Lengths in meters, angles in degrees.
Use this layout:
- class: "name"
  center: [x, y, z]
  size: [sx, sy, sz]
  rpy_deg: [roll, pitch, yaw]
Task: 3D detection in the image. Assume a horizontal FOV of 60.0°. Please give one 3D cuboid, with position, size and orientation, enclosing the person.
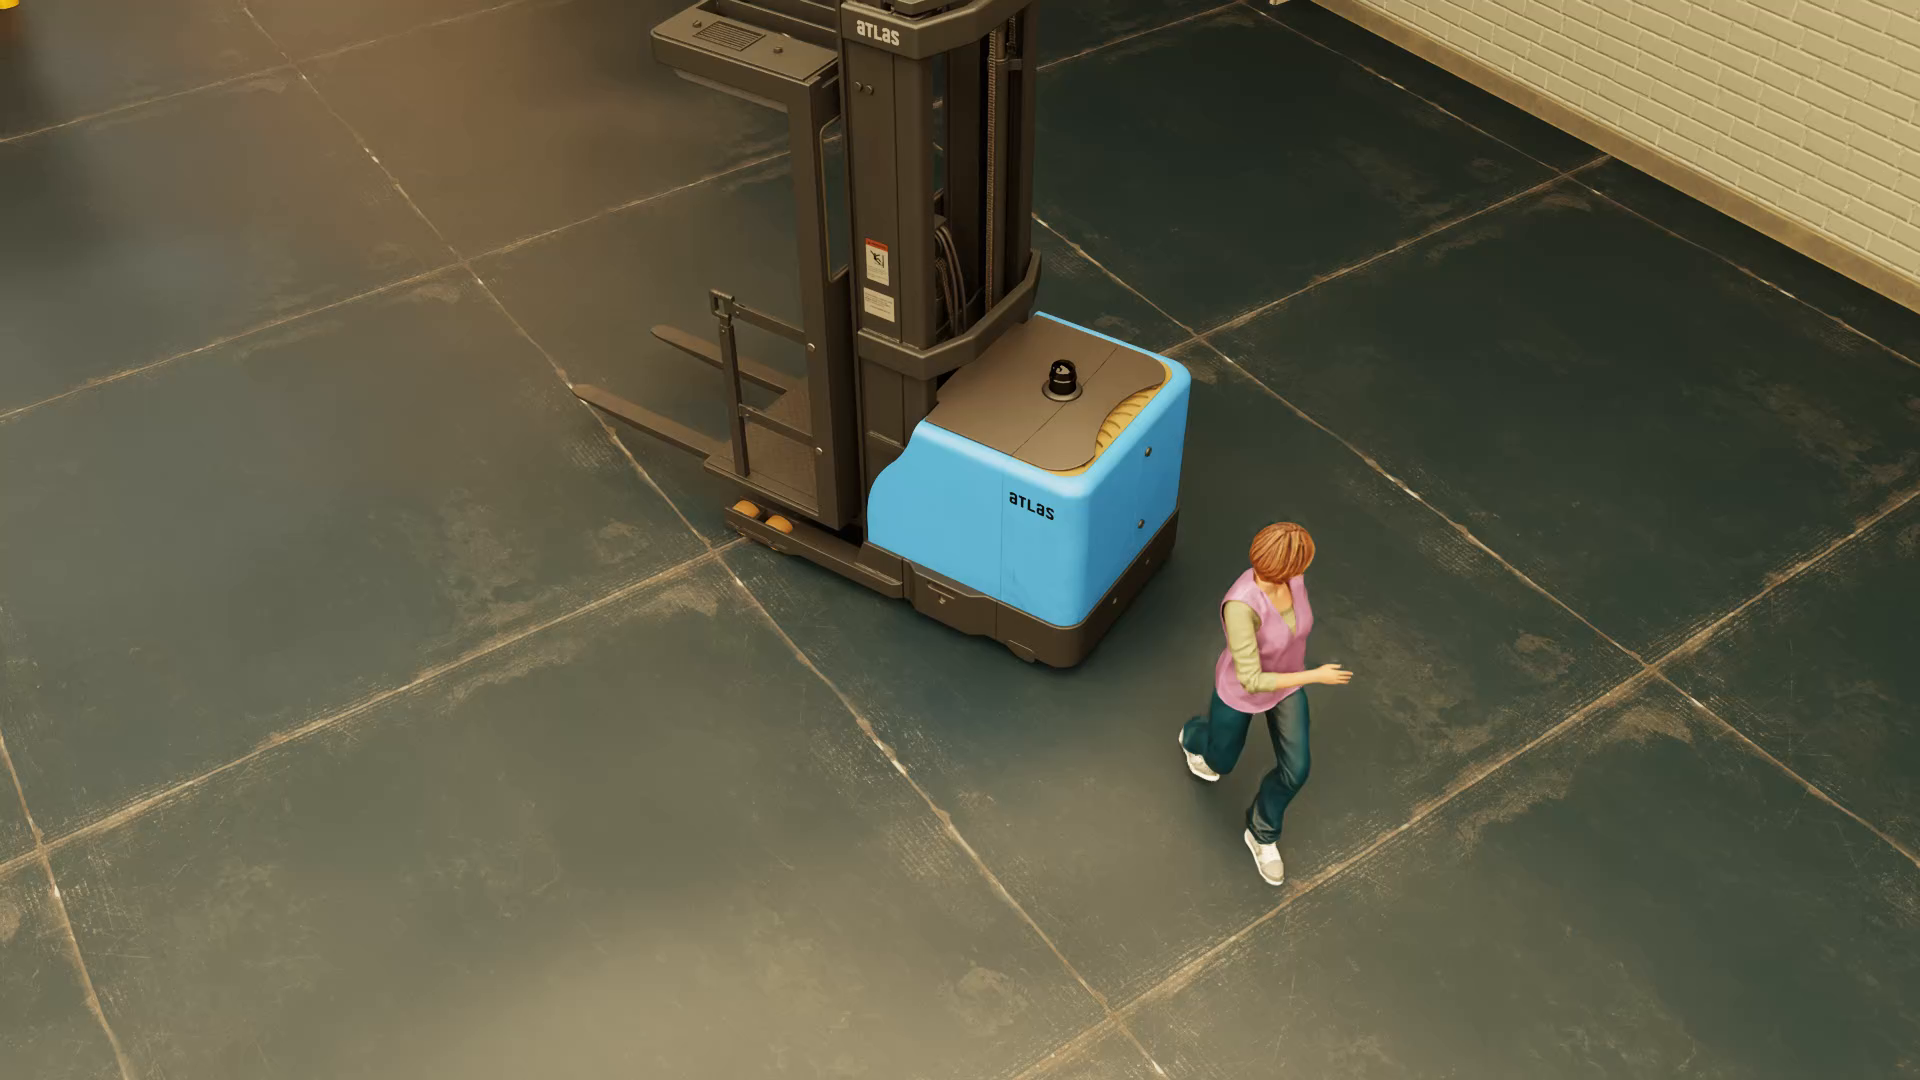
- class: "person"
  center: [1.122, 0.530, 6.210]
  size: [0.439, 1.514, 0.796]
  rpy_deg: [-17, 45, -18]

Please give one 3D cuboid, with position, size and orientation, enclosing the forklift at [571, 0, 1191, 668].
- class: "forklift"
  center: [-0.511, -1.302, 7.129]
  size: [3.031, 2.935, 1.130]
  rpy_deg: [24, 48, 24]
